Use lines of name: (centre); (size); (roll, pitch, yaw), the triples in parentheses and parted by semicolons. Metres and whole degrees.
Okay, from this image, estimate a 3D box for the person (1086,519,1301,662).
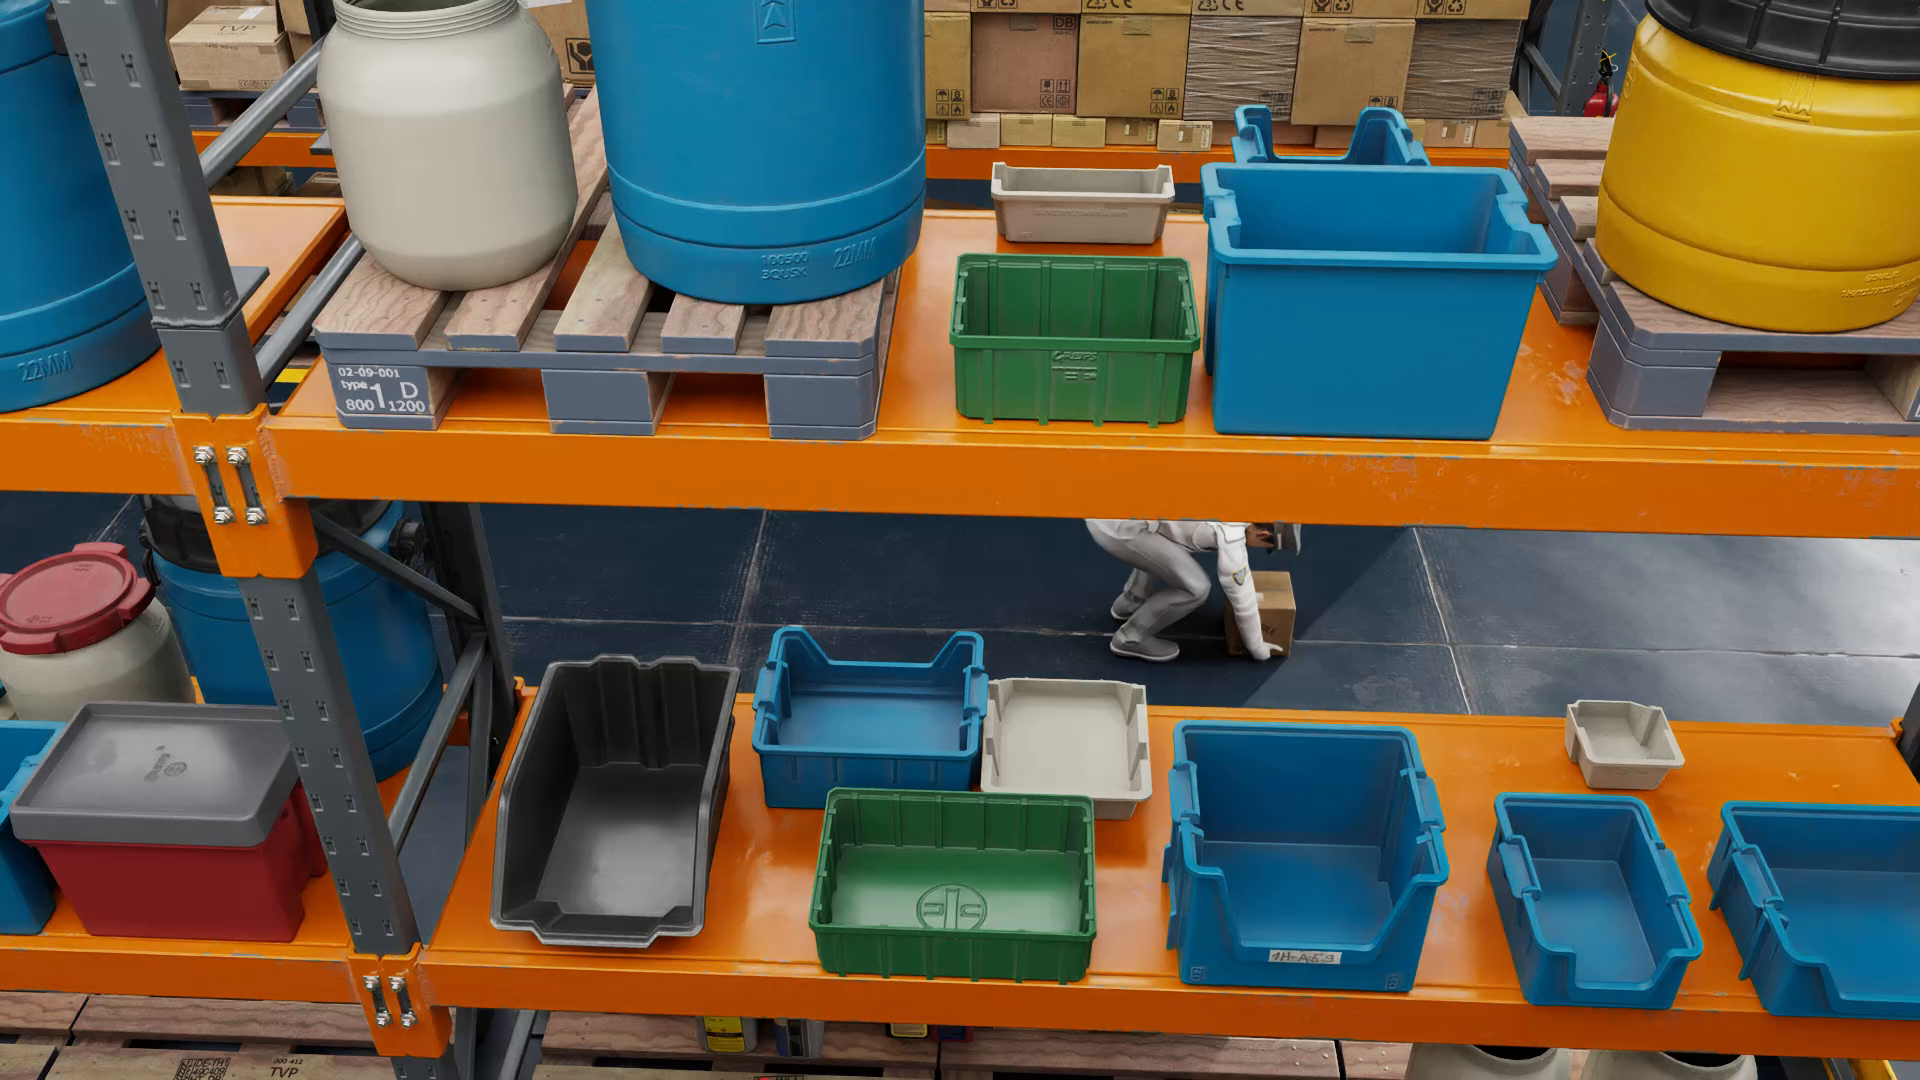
person: (0.933, 0.066, 6.772); (0.890, 0.842, 0.469); (0, 36, 0)
